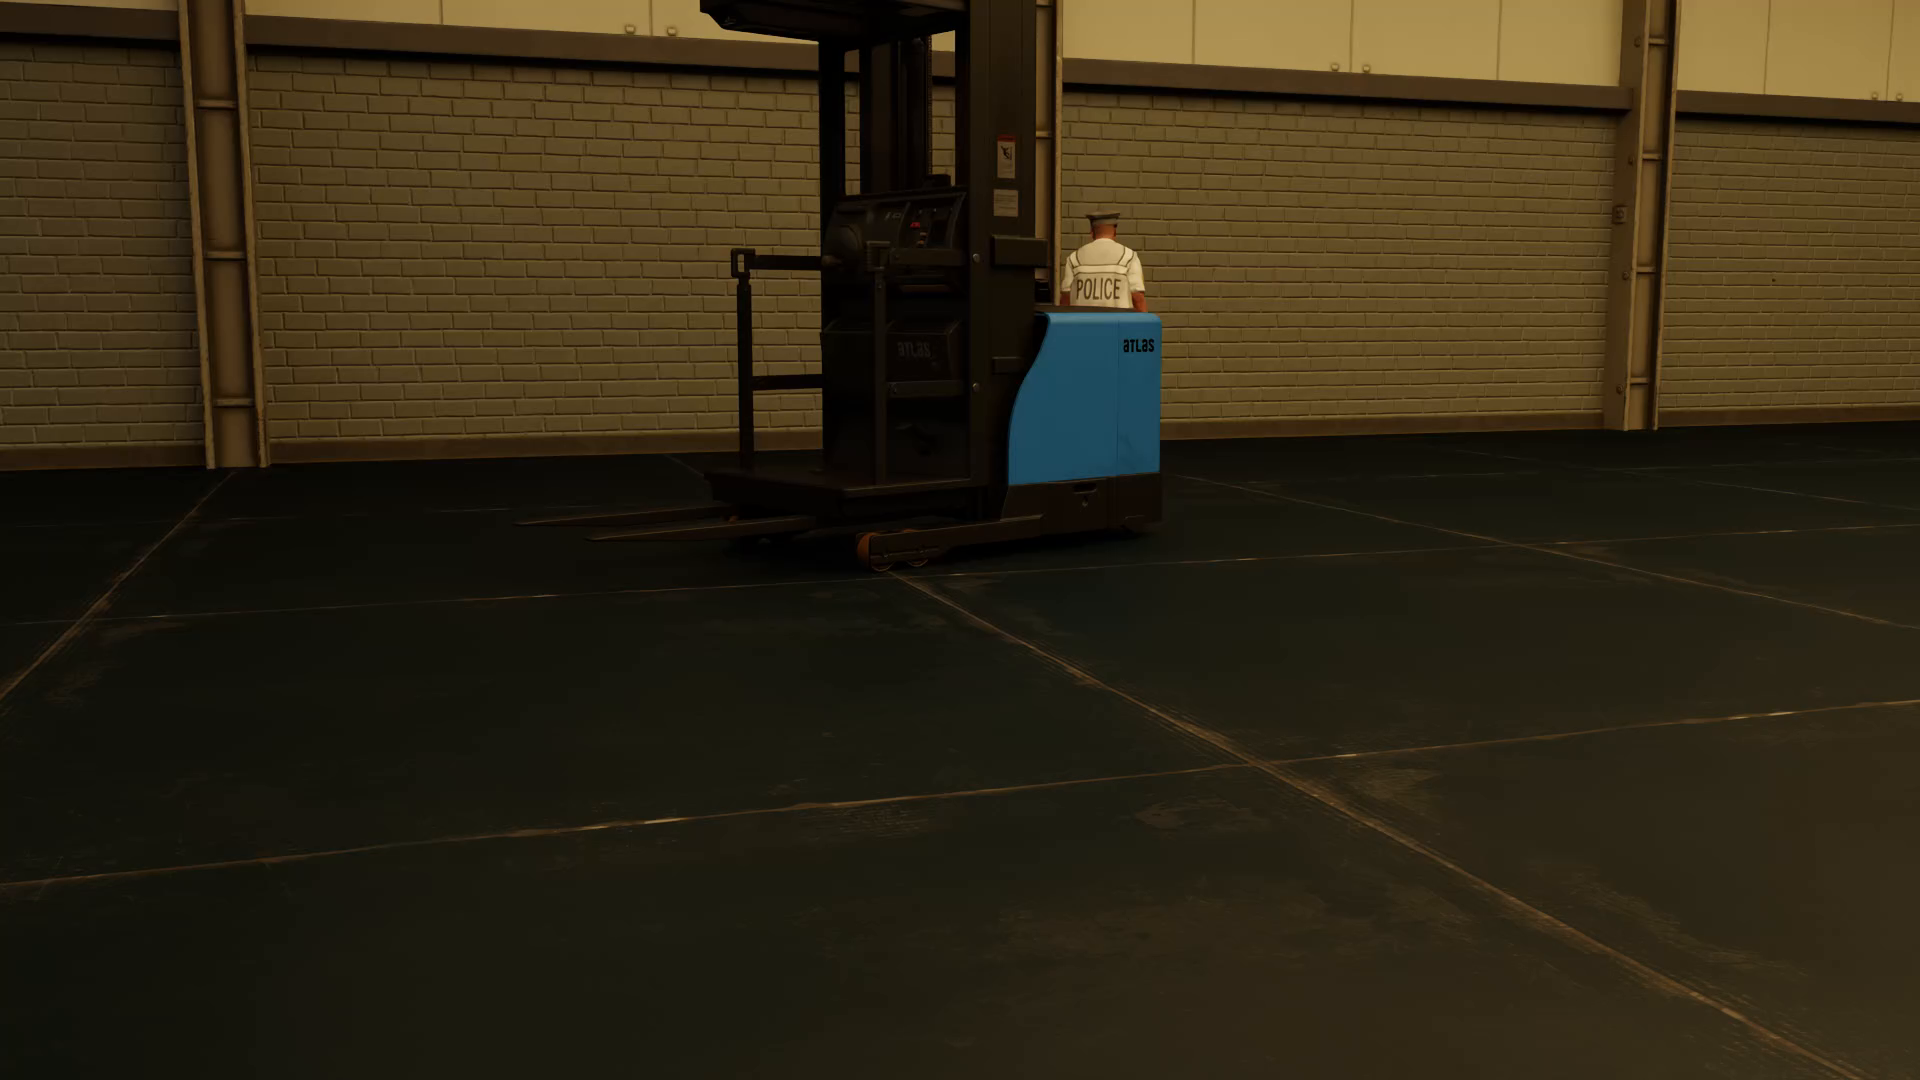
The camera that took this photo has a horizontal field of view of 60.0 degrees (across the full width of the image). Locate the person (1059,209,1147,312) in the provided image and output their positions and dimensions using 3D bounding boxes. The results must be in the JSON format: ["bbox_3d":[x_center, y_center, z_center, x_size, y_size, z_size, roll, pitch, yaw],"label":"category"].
[{"bbox_3d":[0.938,-1.284,10.884,0.585,1.747,0.440,2,8,16],"label":"person"}]

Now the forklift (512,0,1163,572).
[{"bbox_3d":[-0.461,-1.399,7.333,3.031,2.935,1.130,-7,10,-40],"label":"forklift"}]
